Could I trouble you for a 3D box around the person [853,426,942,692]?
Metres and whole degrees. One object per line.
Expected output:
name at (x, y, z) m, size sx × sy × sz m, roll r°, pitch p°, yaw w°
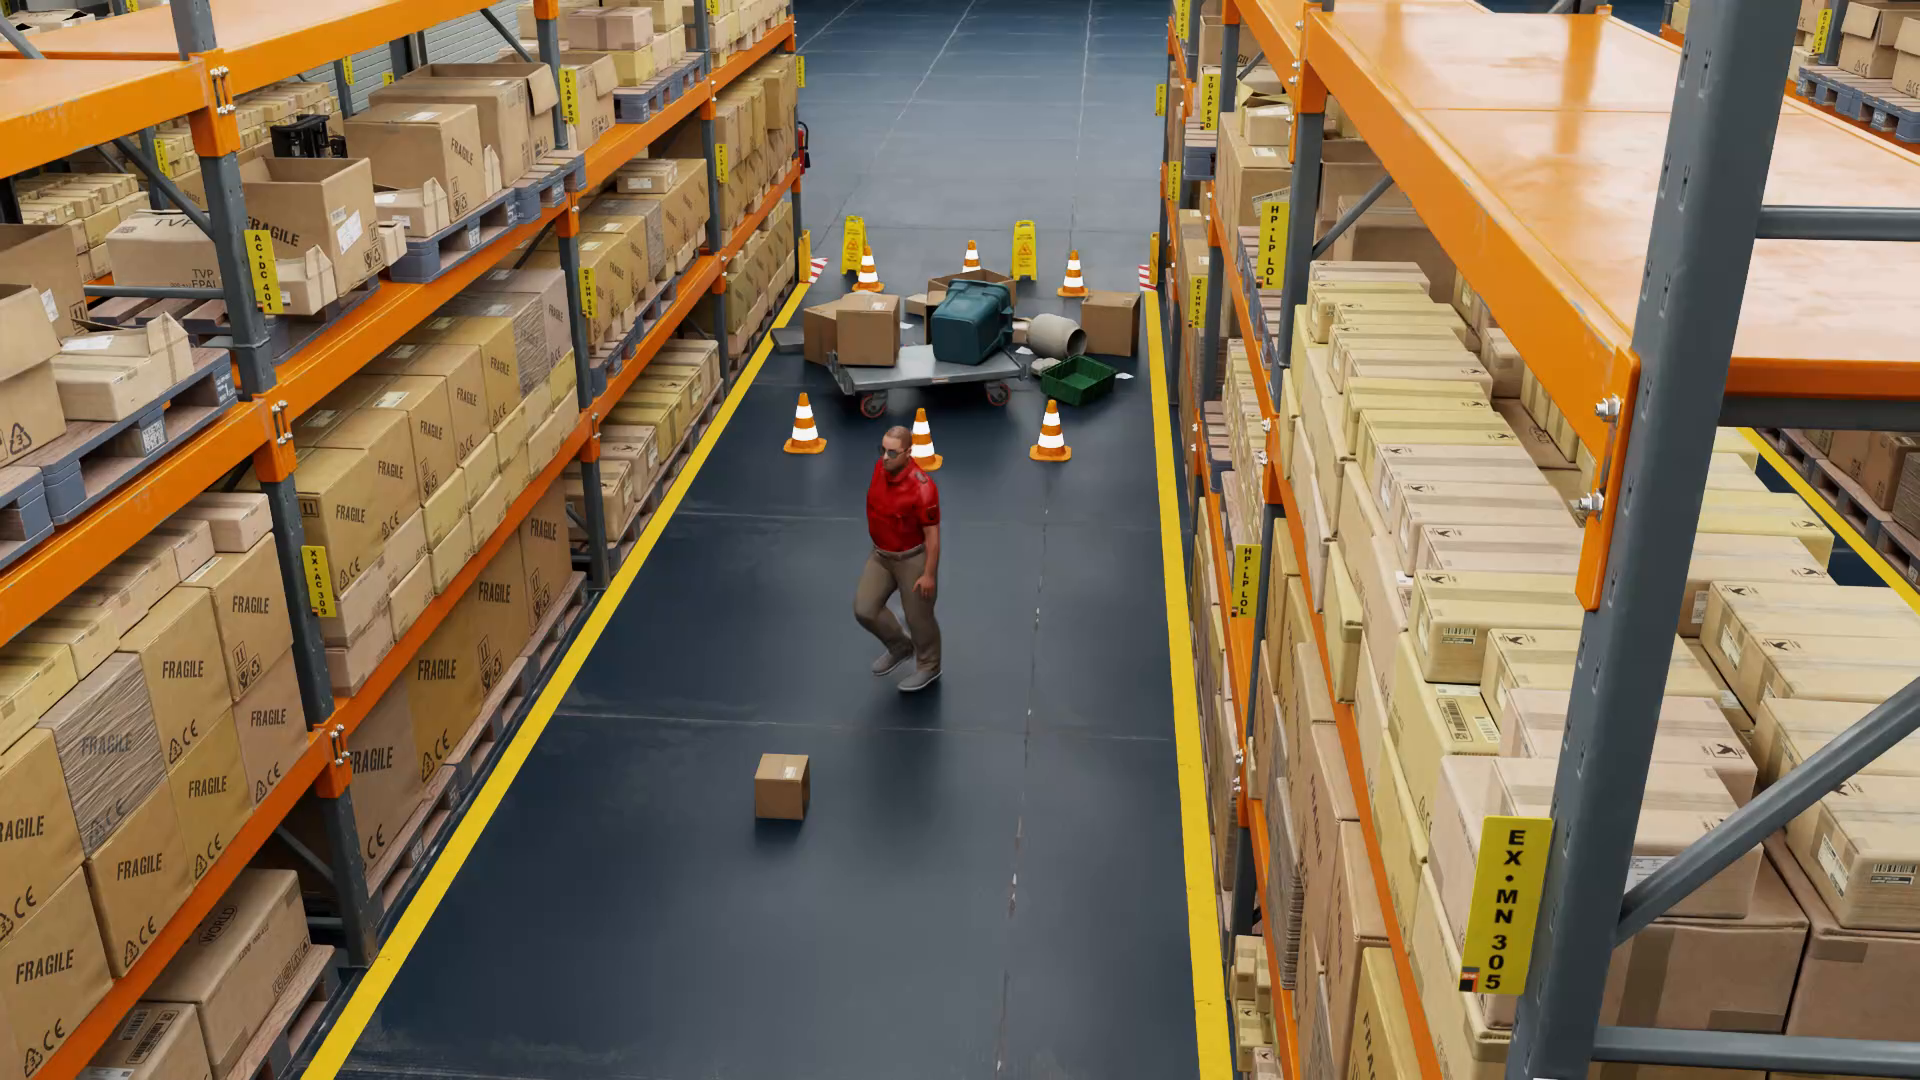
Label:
person at (-0.316, 0.114, 9.740) m, size 0.569 × 1.711 × 0.501 m, roll 22°, pitch 33°, yaw 40°
